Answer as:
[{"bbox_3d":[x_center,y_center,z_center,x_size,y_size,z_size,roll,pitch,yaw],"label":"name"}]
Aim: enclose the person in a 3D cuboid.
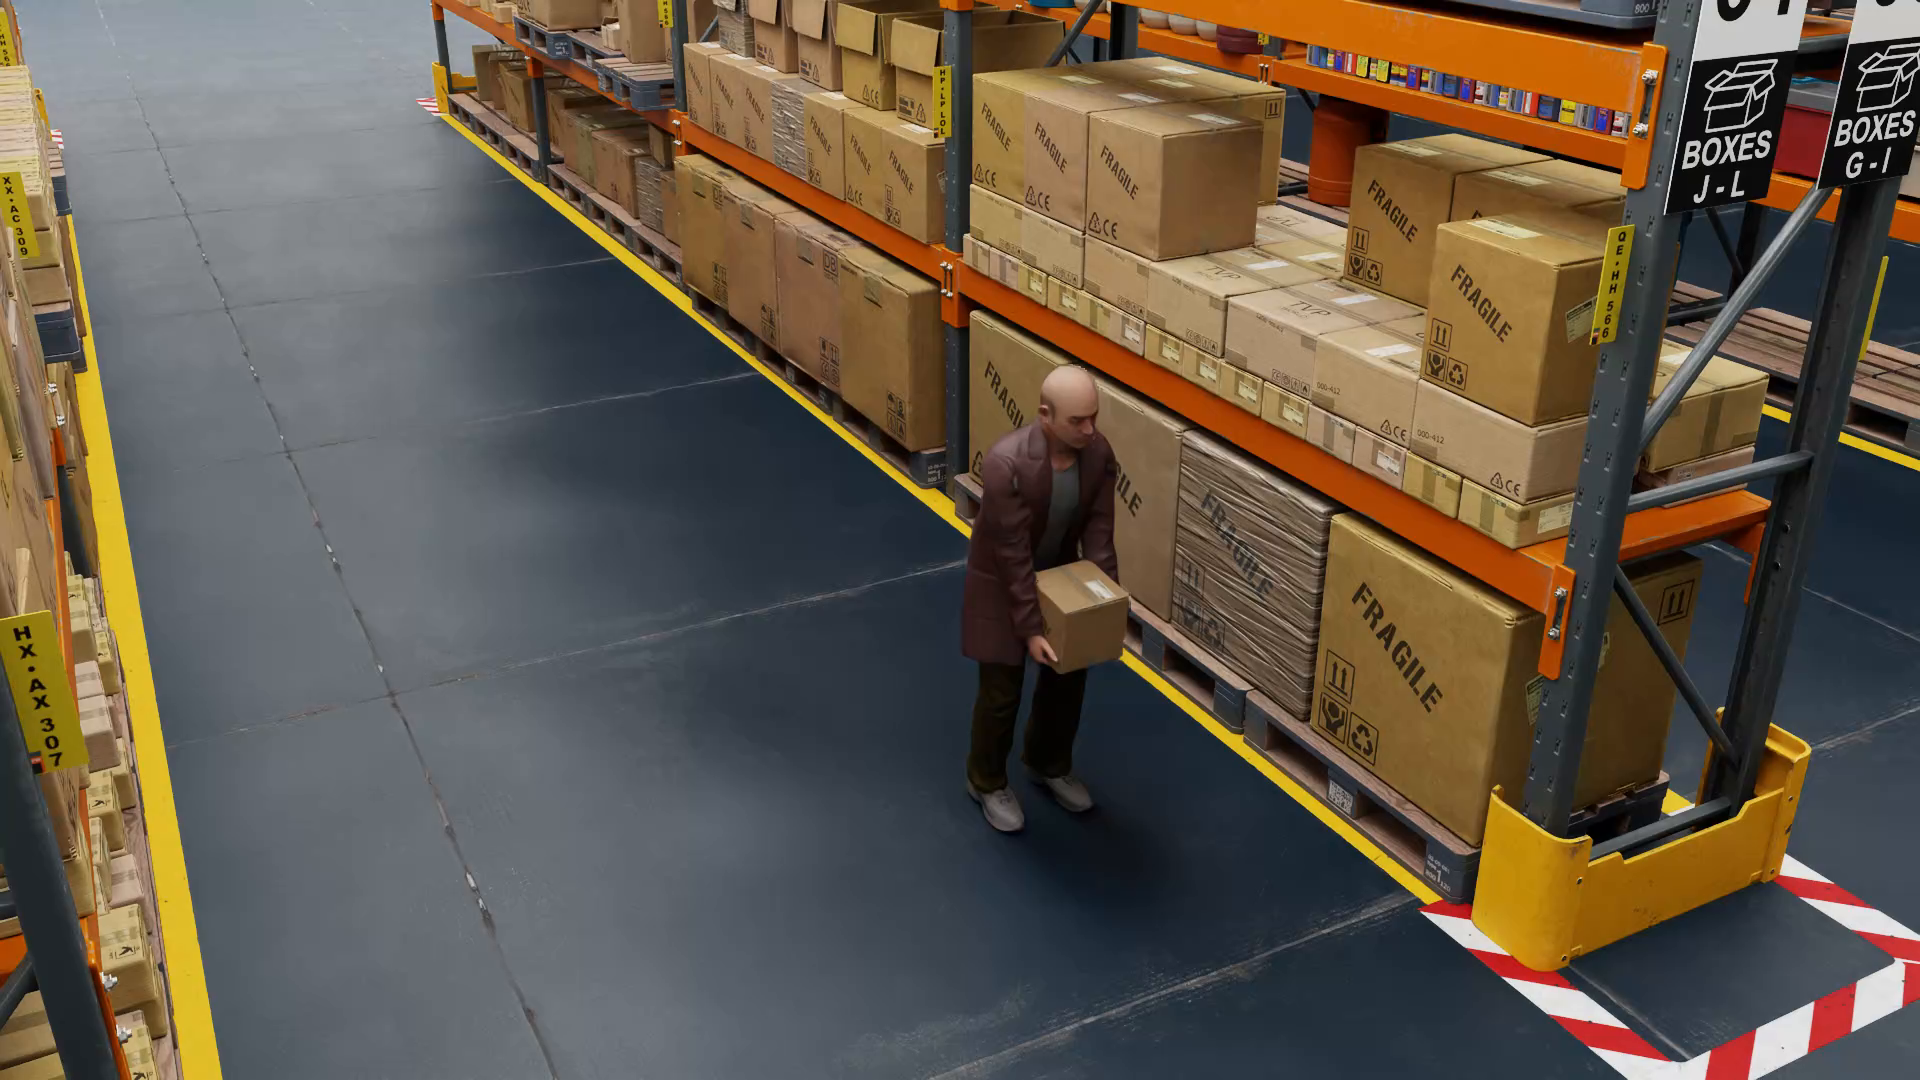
[{"bbox_3d":[0.280,0.215,5.719,0.518,1.742,0.605,-13,28,-26],"label":"person"}]
